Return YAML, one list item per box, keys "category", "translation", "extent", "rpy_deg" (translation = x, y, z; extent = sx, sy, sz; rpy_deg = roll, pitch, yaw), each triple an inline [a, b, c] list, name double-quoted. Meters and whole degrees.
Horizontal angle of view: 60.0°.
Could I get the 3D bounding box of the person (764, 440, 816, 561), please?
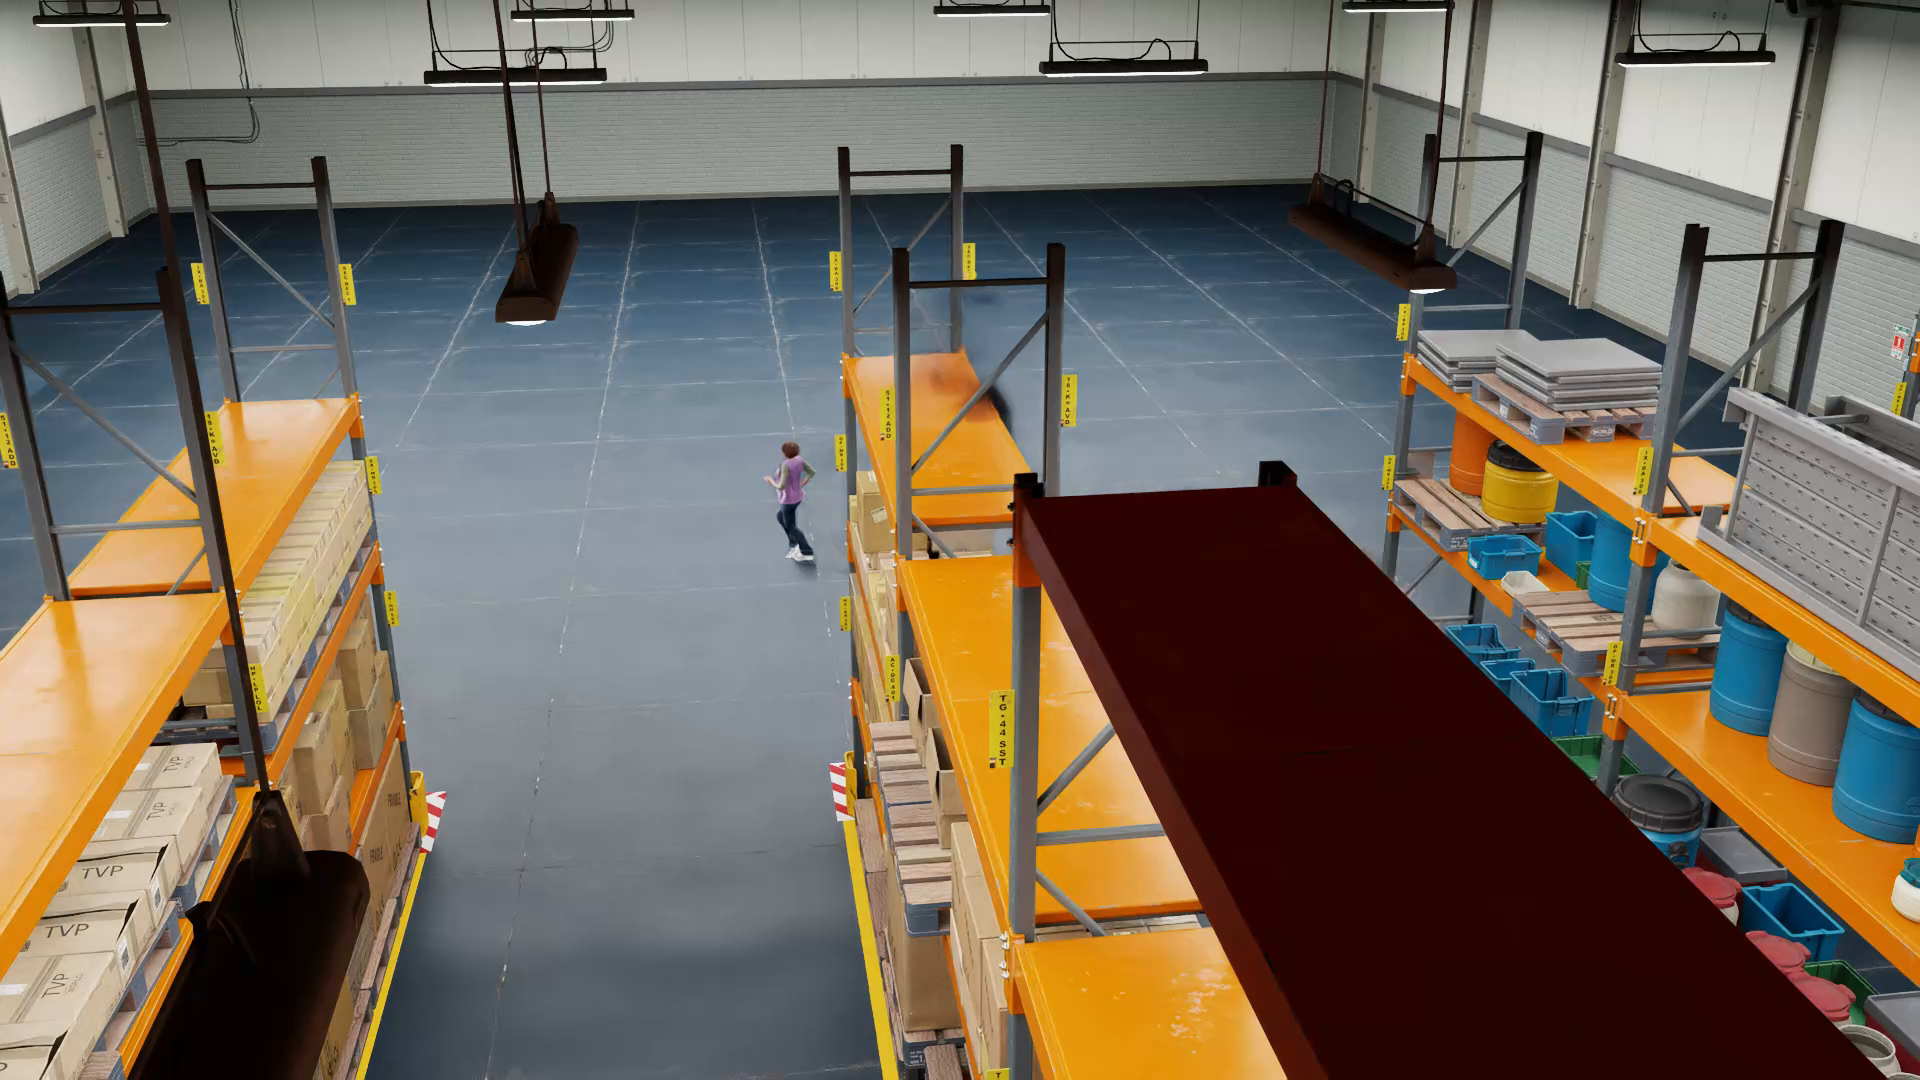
- category: "person"
  translation: [-2.118, -0.483, 20.708]
  extent: [0.635, 1.610, 0.518]
  rpy_deg: [8, 23, 19]
